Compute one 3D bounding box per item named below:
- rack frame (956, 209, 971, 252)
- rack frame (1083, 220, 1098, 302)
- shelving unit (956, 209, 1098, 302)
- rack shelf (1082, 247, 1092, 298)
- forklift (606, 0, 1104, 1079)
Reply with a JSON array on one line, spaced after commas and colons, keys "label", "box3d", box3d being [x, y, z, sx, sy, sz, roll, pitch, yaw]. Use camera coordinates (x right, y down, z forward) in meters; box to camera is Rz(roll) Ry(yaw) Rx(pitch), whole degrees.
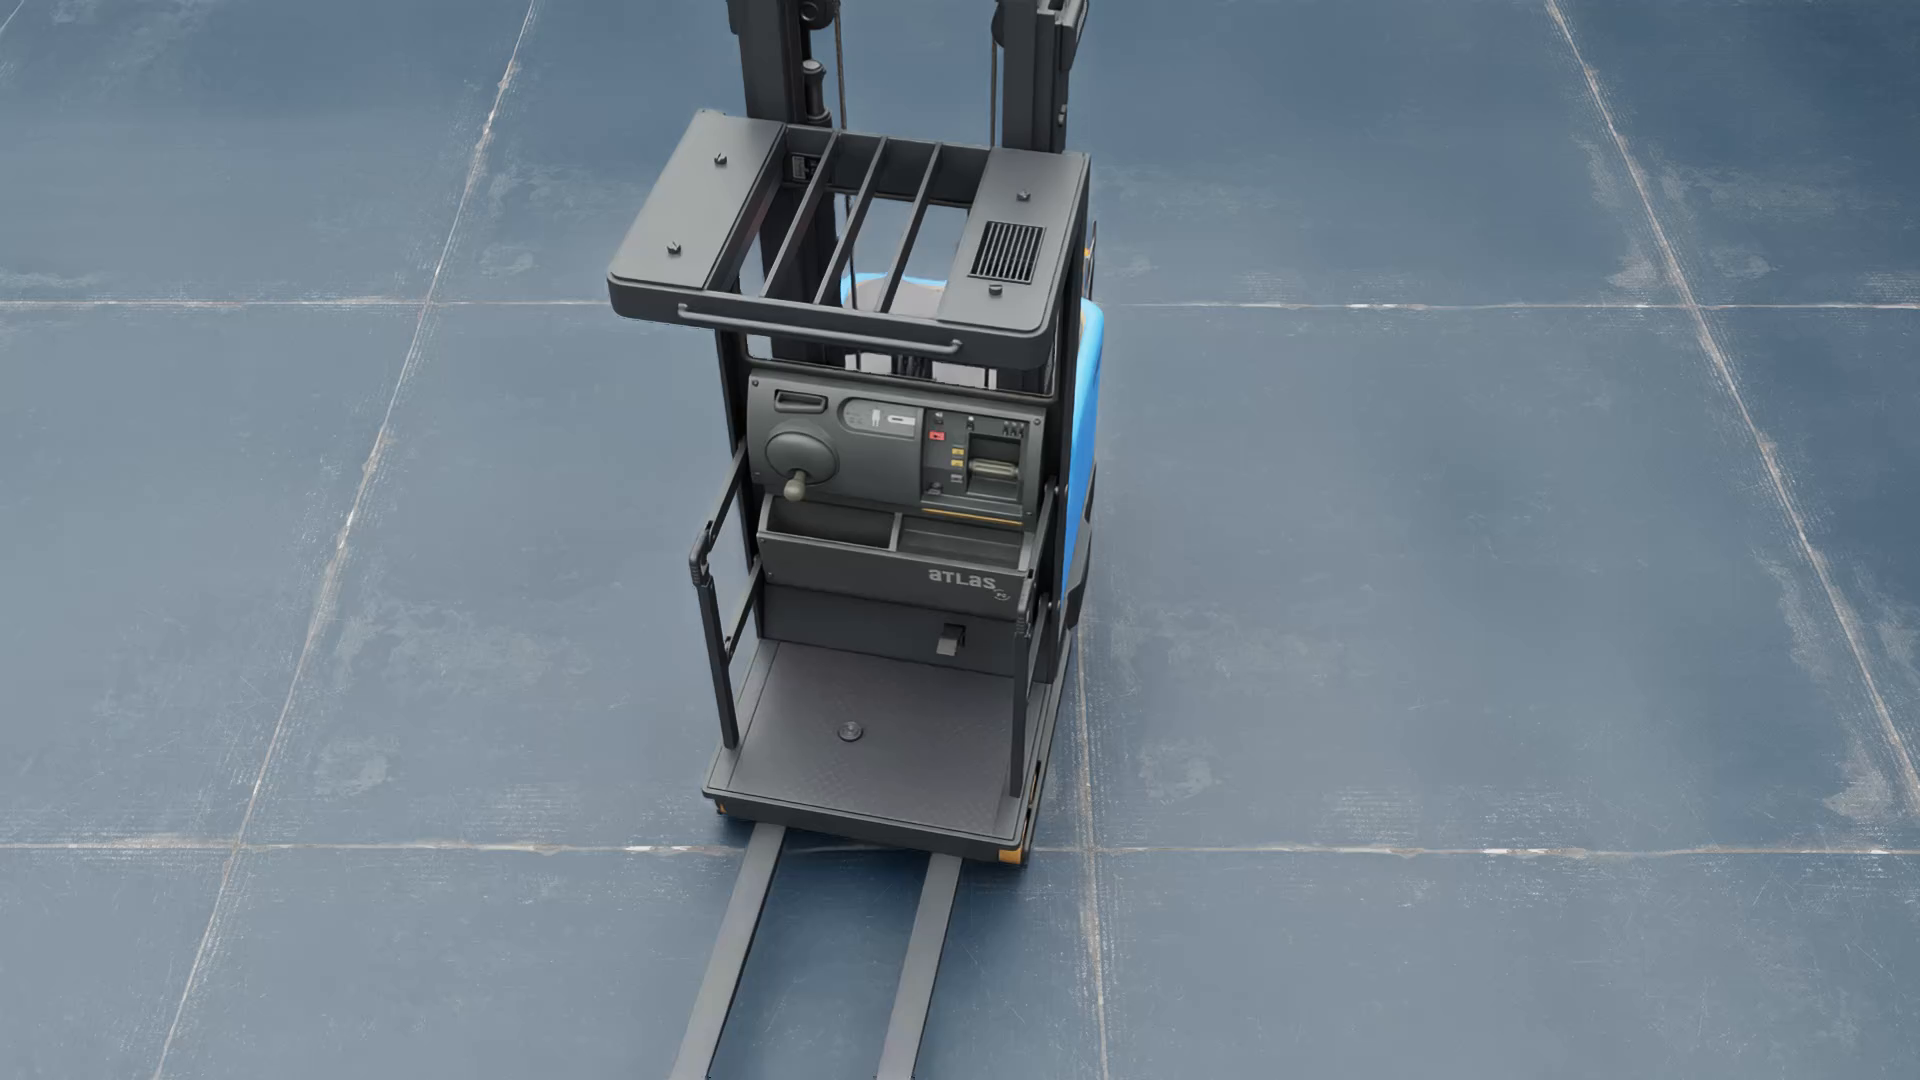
[{"label": "rack frame", "box3d": [0.014, -0.793, 6.749, 0.015, 1.200, 0.240, 8, 47, 8]}, {"label": "rack frame", "box3d": [0.492, -0.722, 6.682, 0.015, 1.200, 0.240, 8, 47, 8]}, {"label": "shelving unit", "box3d": [0.253, -0.757, 6.715, 0.503, 1.200, 0.258, 8, 47, 8]}, {"label": "rack shelf", "box3d": [0.253, -1.026, 6.429, 0.480, 0.148, 0.258, 8, 47, 8]}, {"label": "forklift", "box3d": [-0.245, -0.178, 4.994, 1.130, 2.935, 3.031, 8, 48, 8]}]
